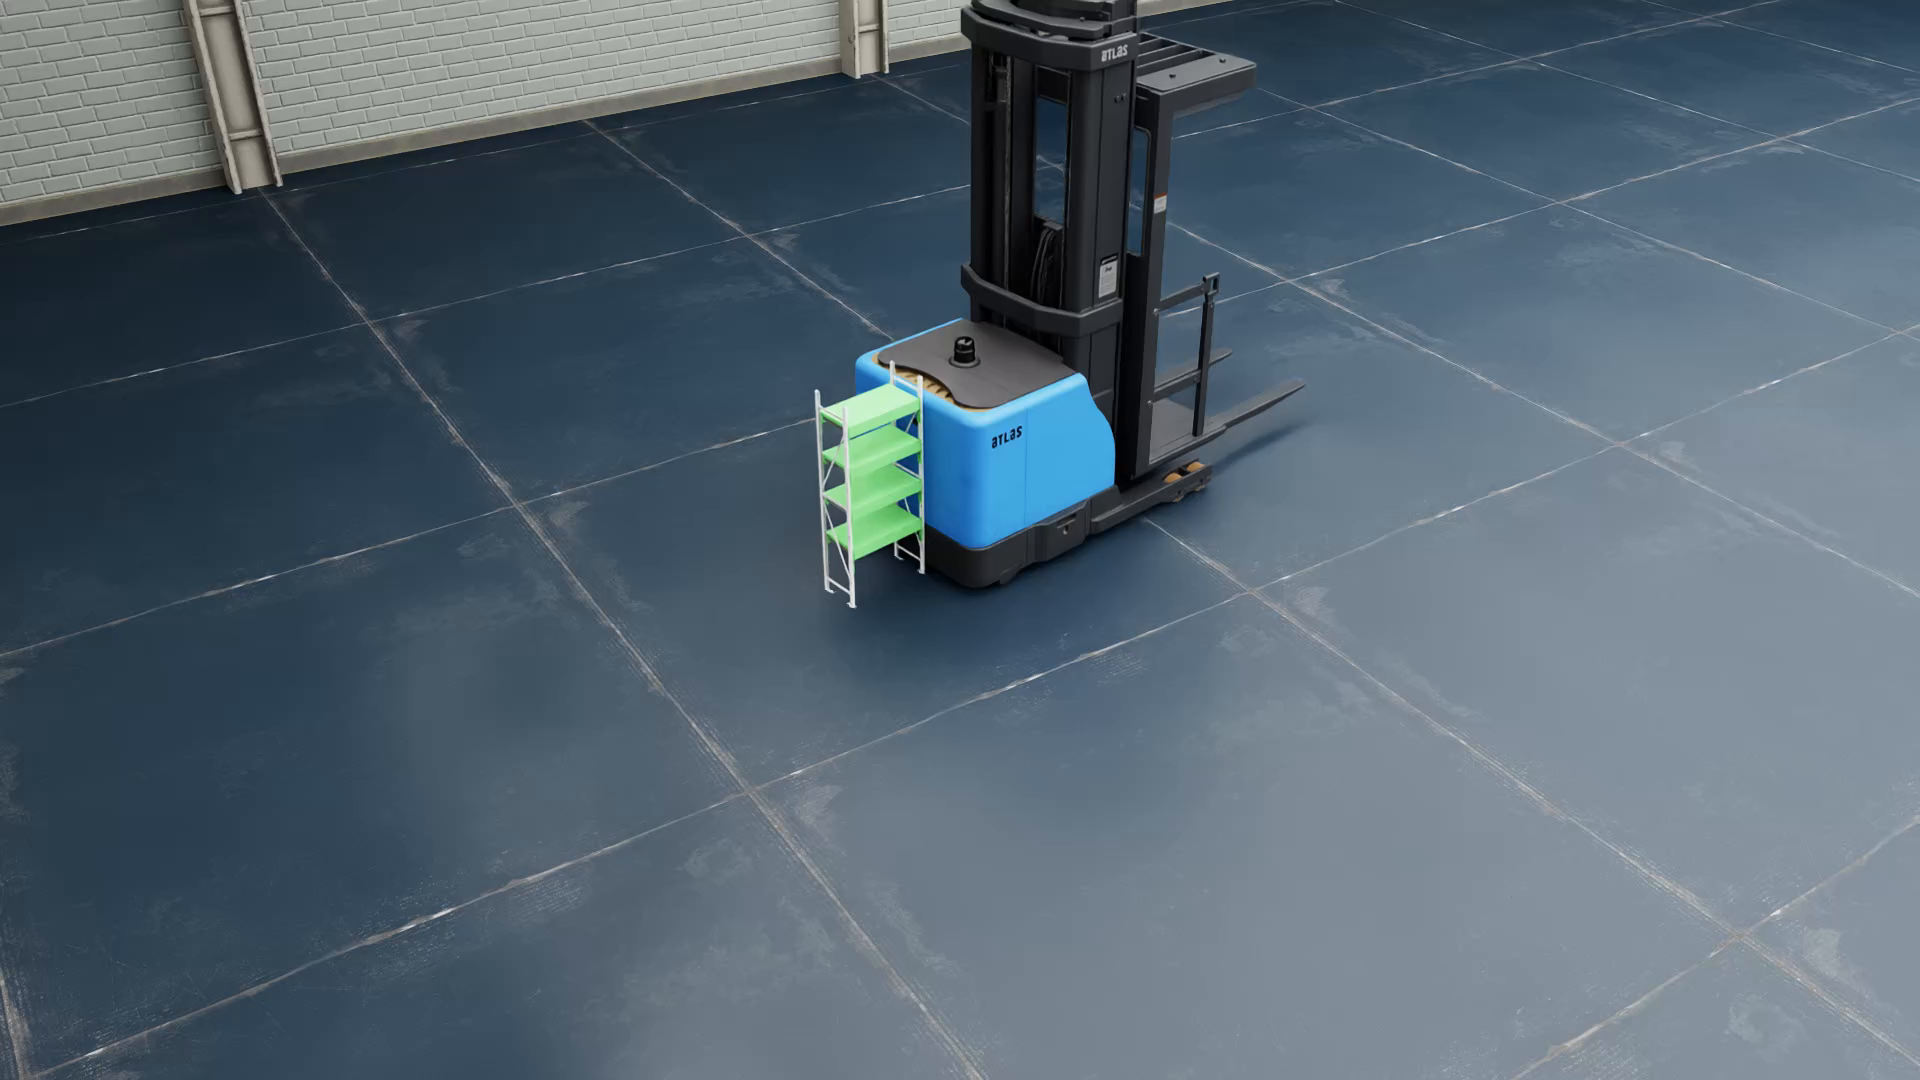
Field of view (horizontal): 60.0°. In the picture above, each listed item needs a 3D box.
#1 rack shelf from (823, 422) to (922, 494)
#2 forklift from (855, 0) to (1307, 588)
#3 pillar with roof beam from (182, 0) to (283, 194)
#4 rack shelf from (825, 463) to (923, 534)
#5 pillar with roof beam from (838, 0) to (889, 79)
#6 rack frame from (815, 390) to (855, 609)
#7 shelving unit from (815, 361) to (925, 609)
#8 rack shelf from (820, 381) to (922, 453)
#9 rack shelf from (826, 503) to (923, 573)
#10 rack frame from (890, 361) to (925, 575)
[{"bbox_3d":[-0.459,-0.429,8.597,0.480,0.148,0.258,-26,40,-34],"label":"rack shelf"},{"bbox_3d":[0.854,-1.648,9.237,3.031,2.935,1.130,-26,40,-34],"label":"forklift"},{"bbox_3d":[-3.678,-4.908,8.717,0.400,9.000,9.100,-19,37,-27],"label":"pillar with roof beam"},{"bbox_3d":[-0.459,-0.226,8.725,0.480,0.148,0.258,-26,40,-34],"label":"rack shelf"},{"bbox_3d":[1.365,-6.642,11.466,0.400,9.000,9.100,-19,37,-27],"label":"pillar with roof beam"},{"bbox_3d":[-0.641,-0.193,8.553,0.015,1.200,0.240,-26,40,-34],"label":"rack frame"},{"bbox_3d":[-0.459,-0.280,8.691,0.503,1.200,0.258,-26,40,-34],"label":"shelving unit"},{"bbox_3d":[-0.459,-0.632,8.469,0.480,0.148,0.258,-26,40,-34],"label":"rack shelf"},{"bbox_3d":[-0.459,-0.023,8.853,0.480,0.148,0.258,-26,40,-34],"label":"rack shelf"},{"bbox_3d":[-0.278,-0.367,8.828,0.015,1.200,0.240,-26,40,-34],"label":"rack frame"}]
